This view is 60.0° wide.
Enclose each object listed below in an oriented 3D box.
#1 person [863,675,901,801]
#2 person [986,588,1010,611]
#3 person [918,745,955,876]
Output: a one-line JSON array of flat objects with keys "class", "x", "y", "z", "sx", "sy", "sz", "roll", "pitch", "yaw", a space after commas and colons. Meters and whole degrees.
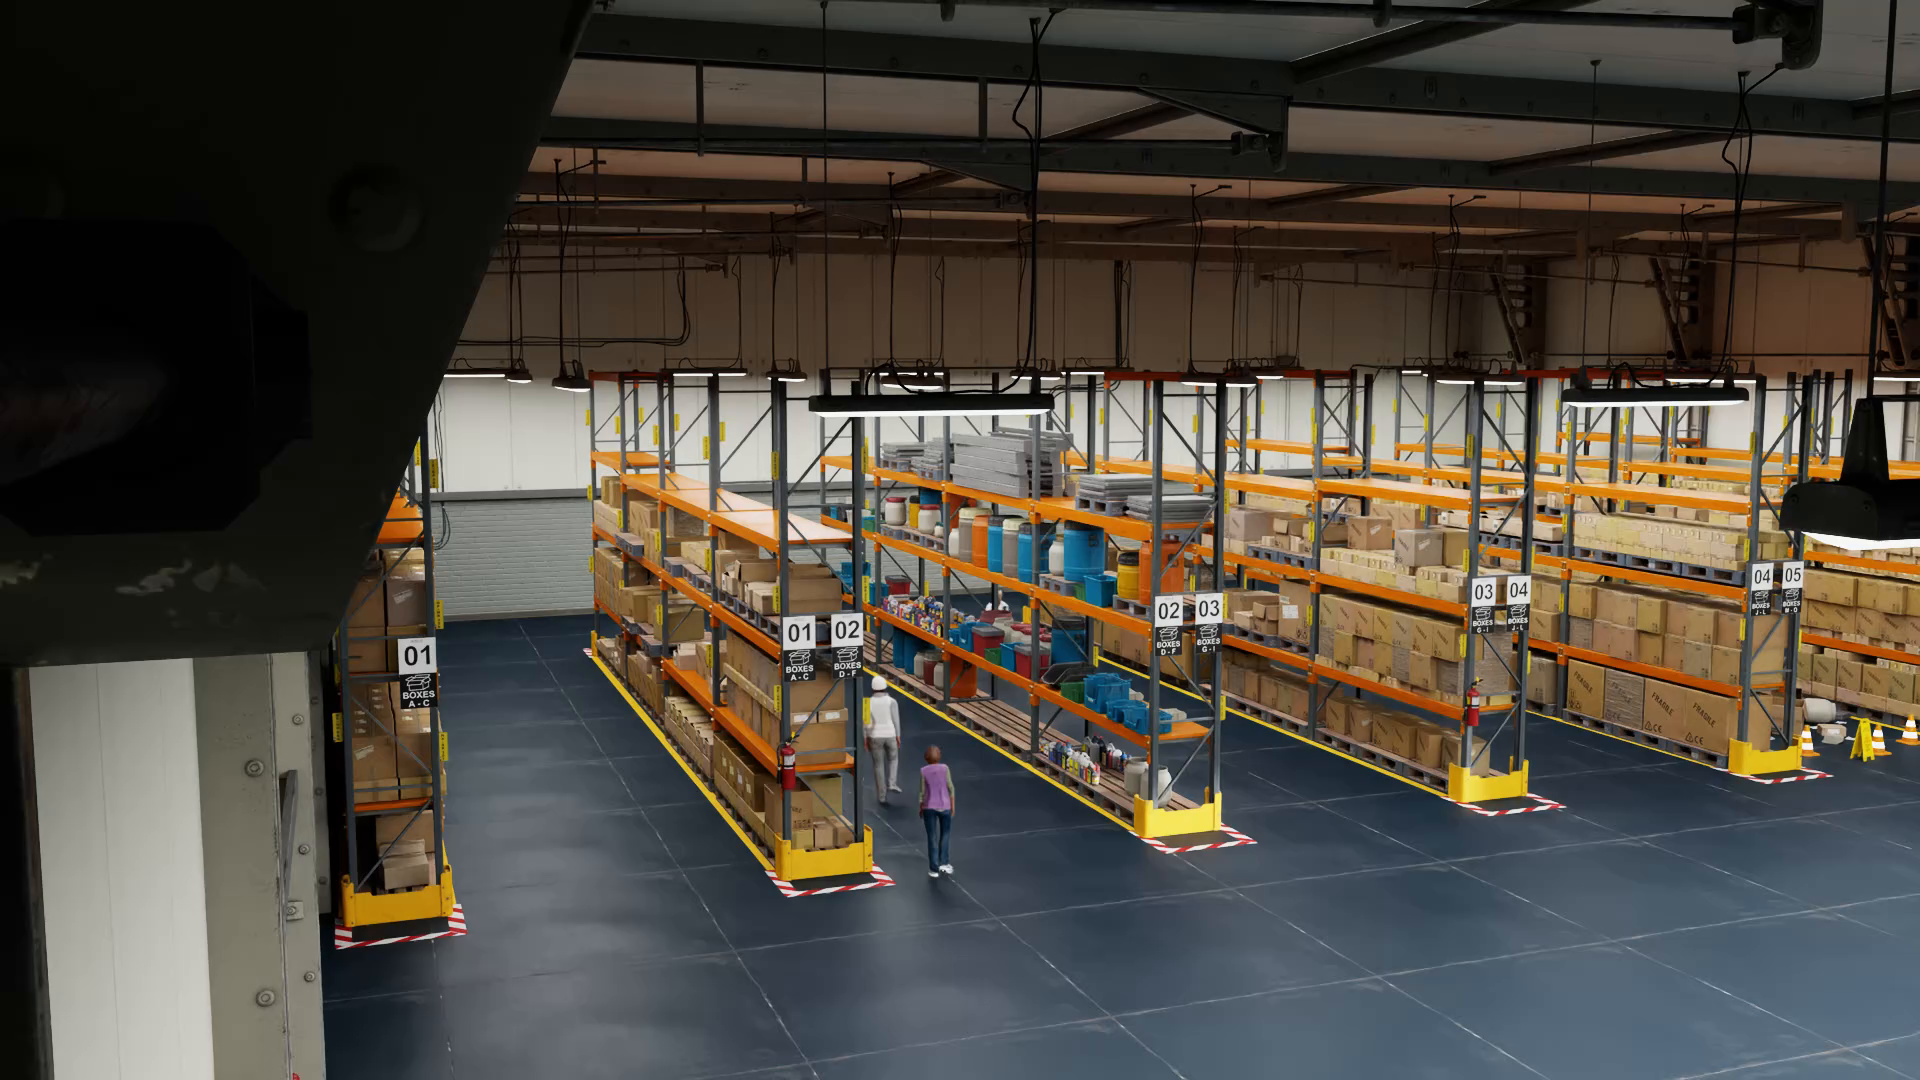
[{"class": "person", "x": -1.131, "y": 2.803, "z": 23.678, "sx": 0.562, "sy": 1.759, "sz": 0.495, "roll": -1, "pitch": 6, "yaw": -8}, {"class": "person", "x": 0.753, "y": 1.705, "z": 32.337, "sx": 0.487, "sy": 1.543, "sz": 1.024, "roll": -3, "pitch": 7, "yaw": -23}, {"class": "person", "x": -0.286, "y": 3.312, "z": 20.251, "sx": 0.447, "sy": 1.578, "sz": 0.657, "roll": 0, "pitch": 6, "yaw": 0}]
